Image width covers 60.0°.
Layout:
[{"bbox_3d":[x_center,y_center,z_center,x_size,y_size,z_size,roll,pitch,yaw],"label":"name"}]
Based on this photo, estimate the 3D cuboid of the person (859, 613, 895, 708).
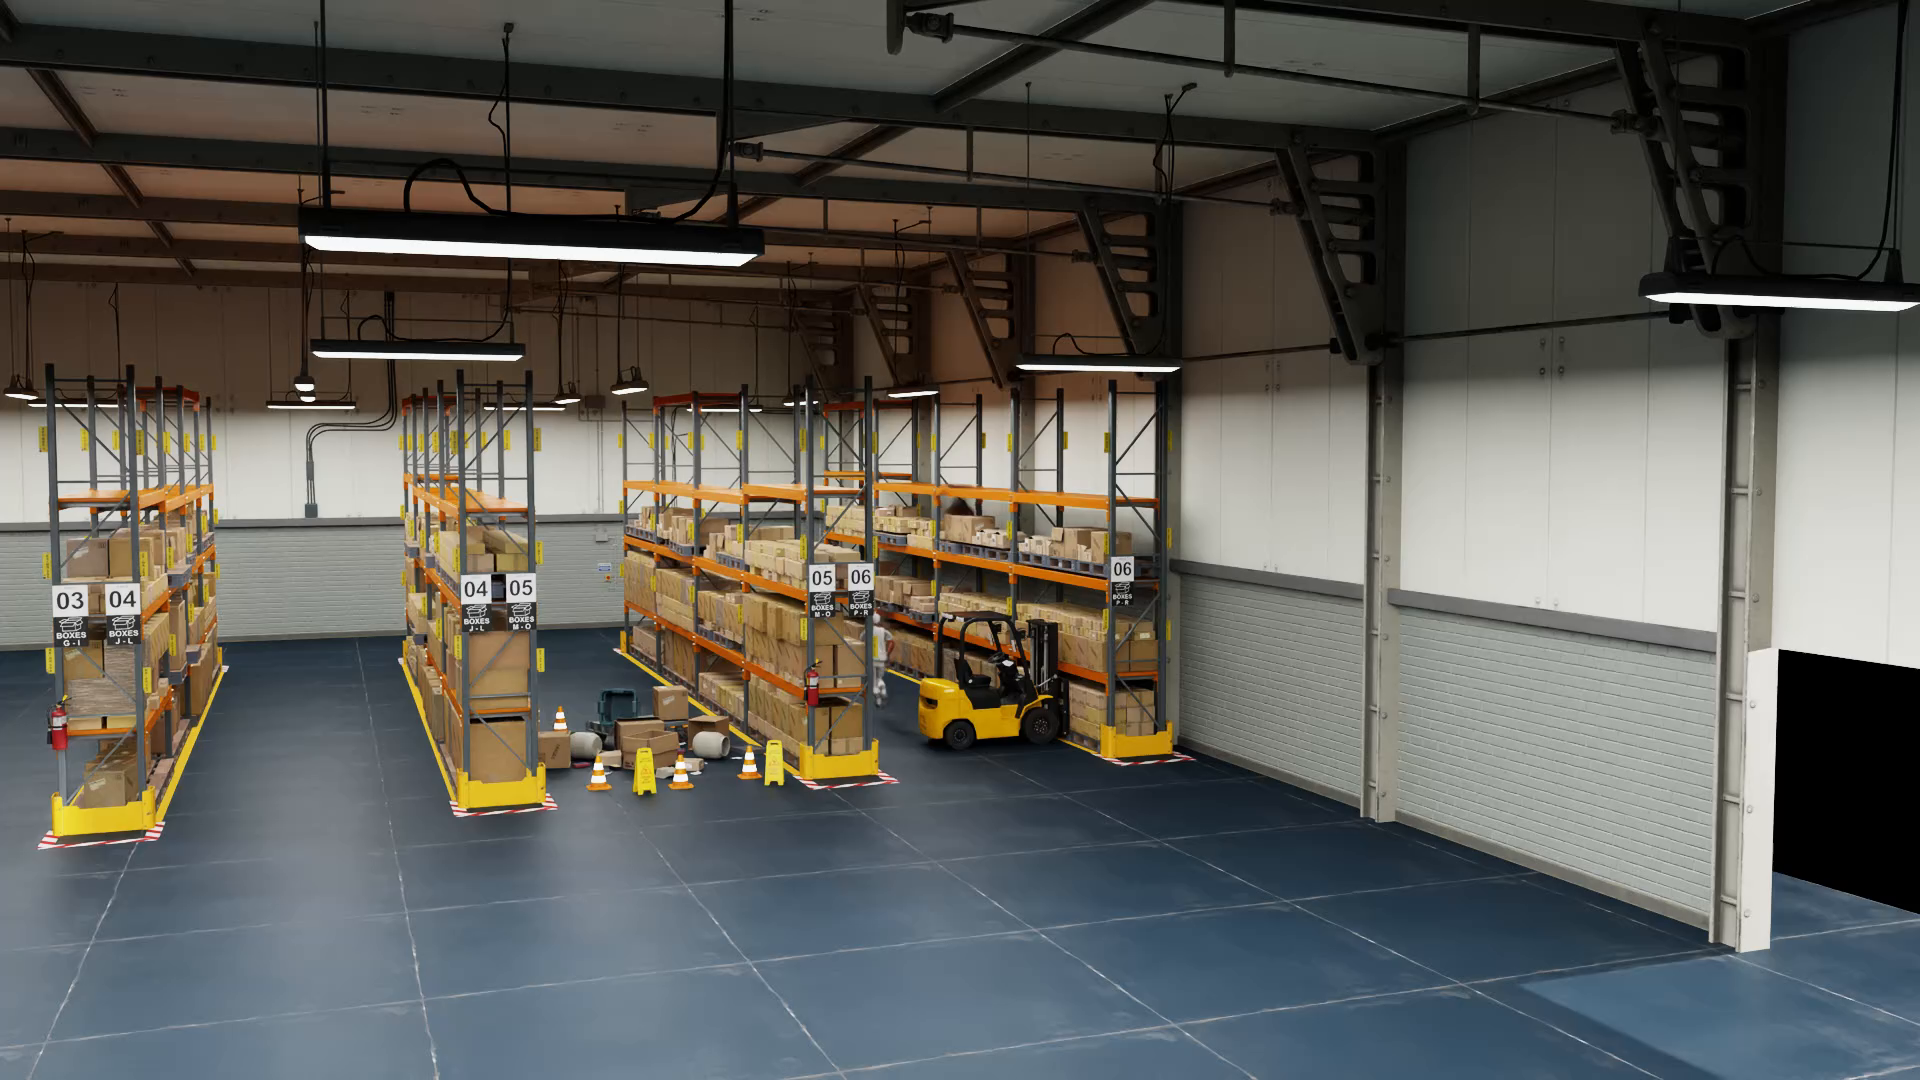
[{"bbox_3d":[-1.581,2.198,30.434,0.608,1.738,0.683,-1,4,-23],"label":"person"}]
